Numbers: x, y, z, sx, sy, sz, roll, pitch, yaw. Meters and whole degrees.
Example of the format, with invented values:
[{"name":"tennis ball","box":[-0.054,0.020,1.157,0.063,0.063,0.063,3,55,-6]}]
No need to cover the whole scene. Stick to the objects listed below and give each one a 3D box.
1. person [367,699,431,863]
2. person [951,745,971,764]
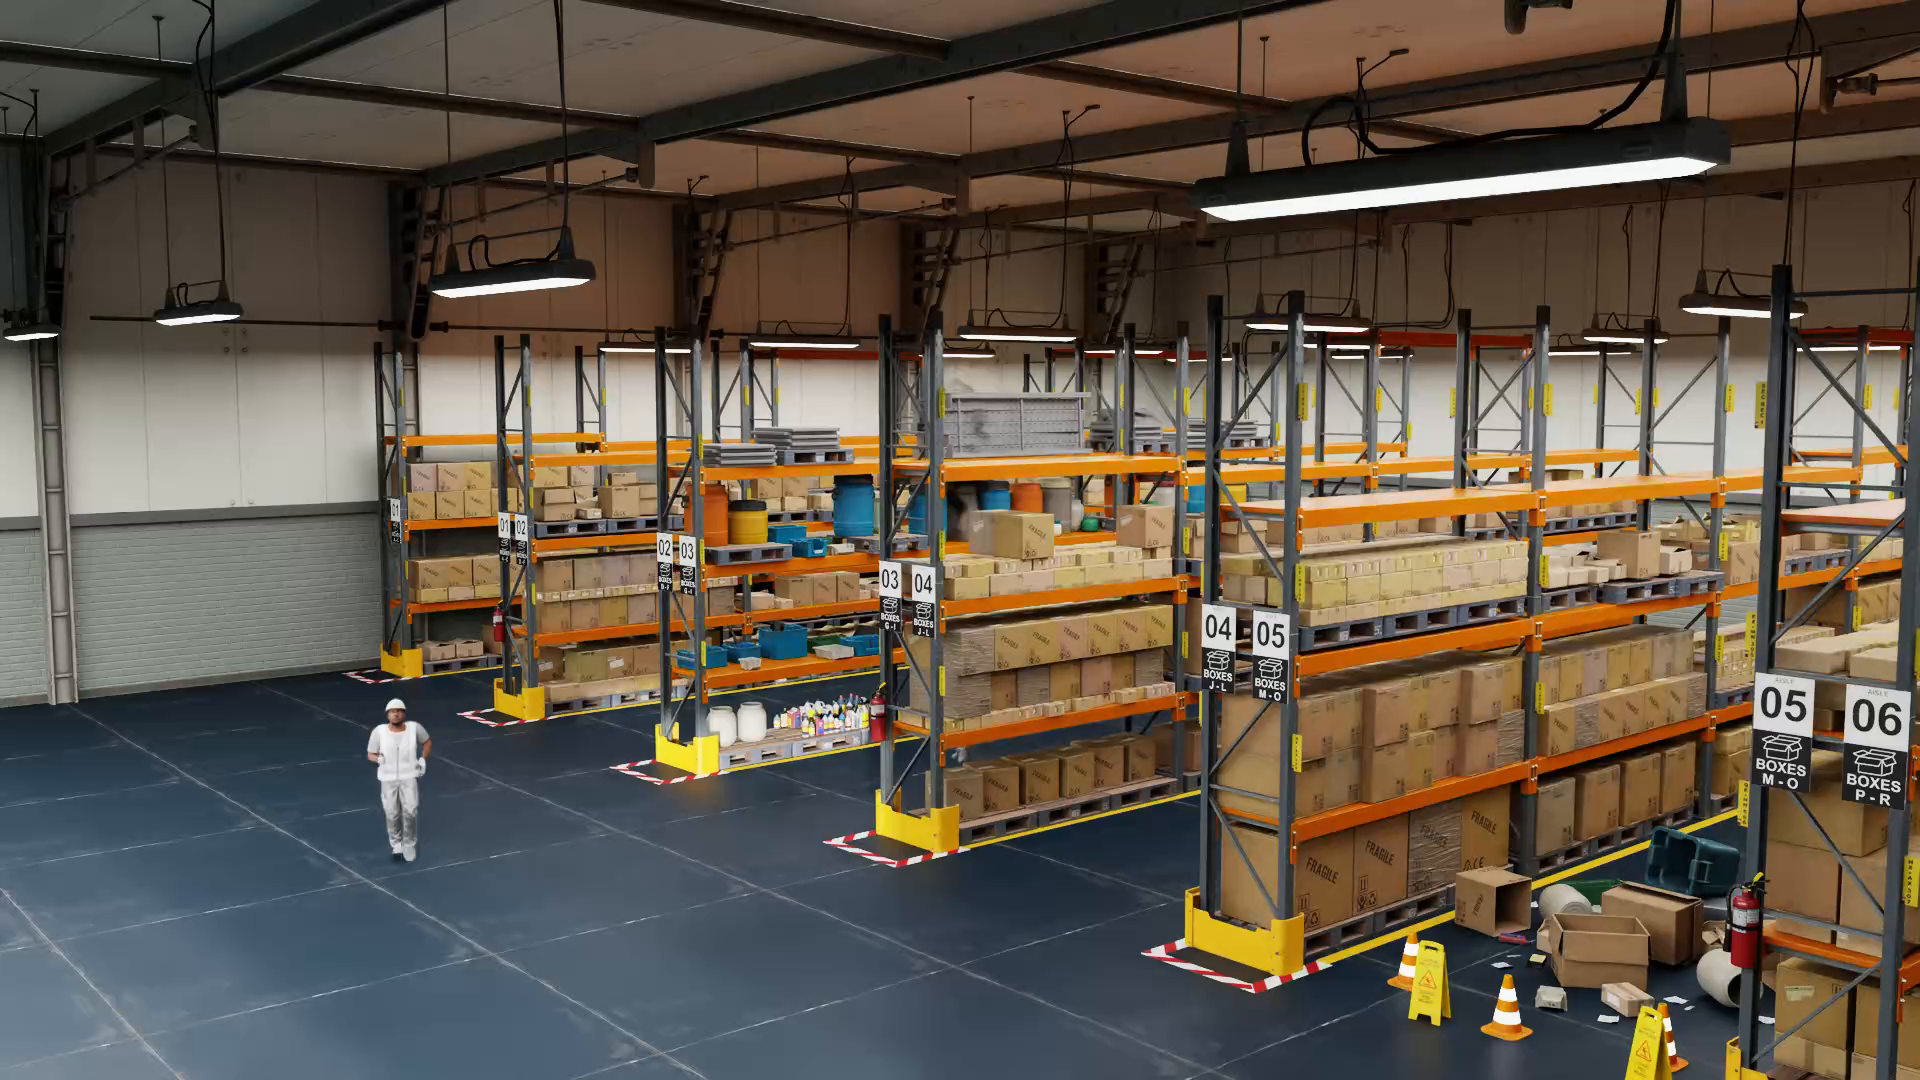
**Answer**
[{"name":"person","box":[-6.114,2.636,18.137,0.657,1.803,0.667,-1,5,-16]},{"name":"person","box":[-0.074,2.041,21.771,0.638,1.804,0.646,4,7,38]}]
